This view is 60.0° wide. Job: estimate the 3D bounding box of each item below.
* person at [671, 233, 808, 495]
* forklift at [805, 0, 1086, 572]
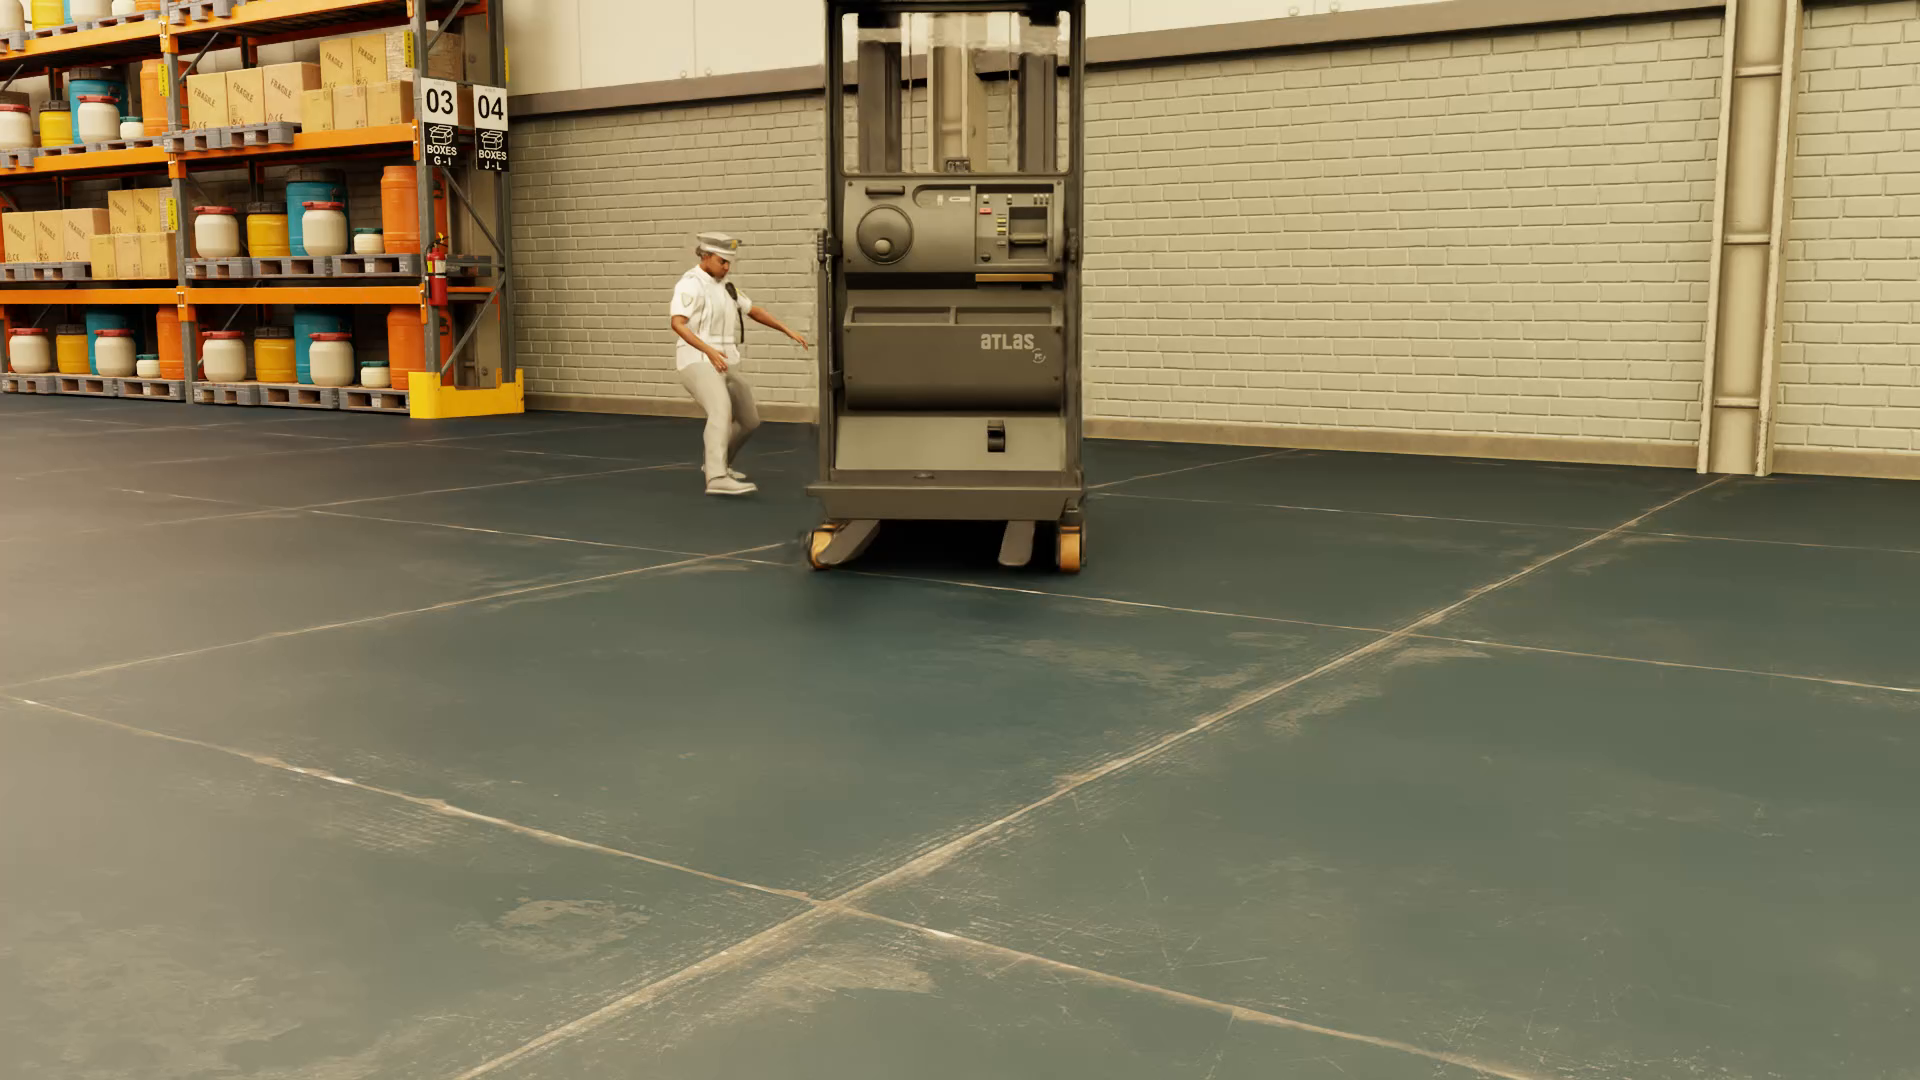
[{"bbox_3d":[-1.336,-1.023,9.693,0.930,1.509,1.023,5,9,30],"label":"person"},{"bbox_3d":[-0.037,-1.365,6.794,1.130,2.935,3.031,0,8,3],"label":"forklift"}]
